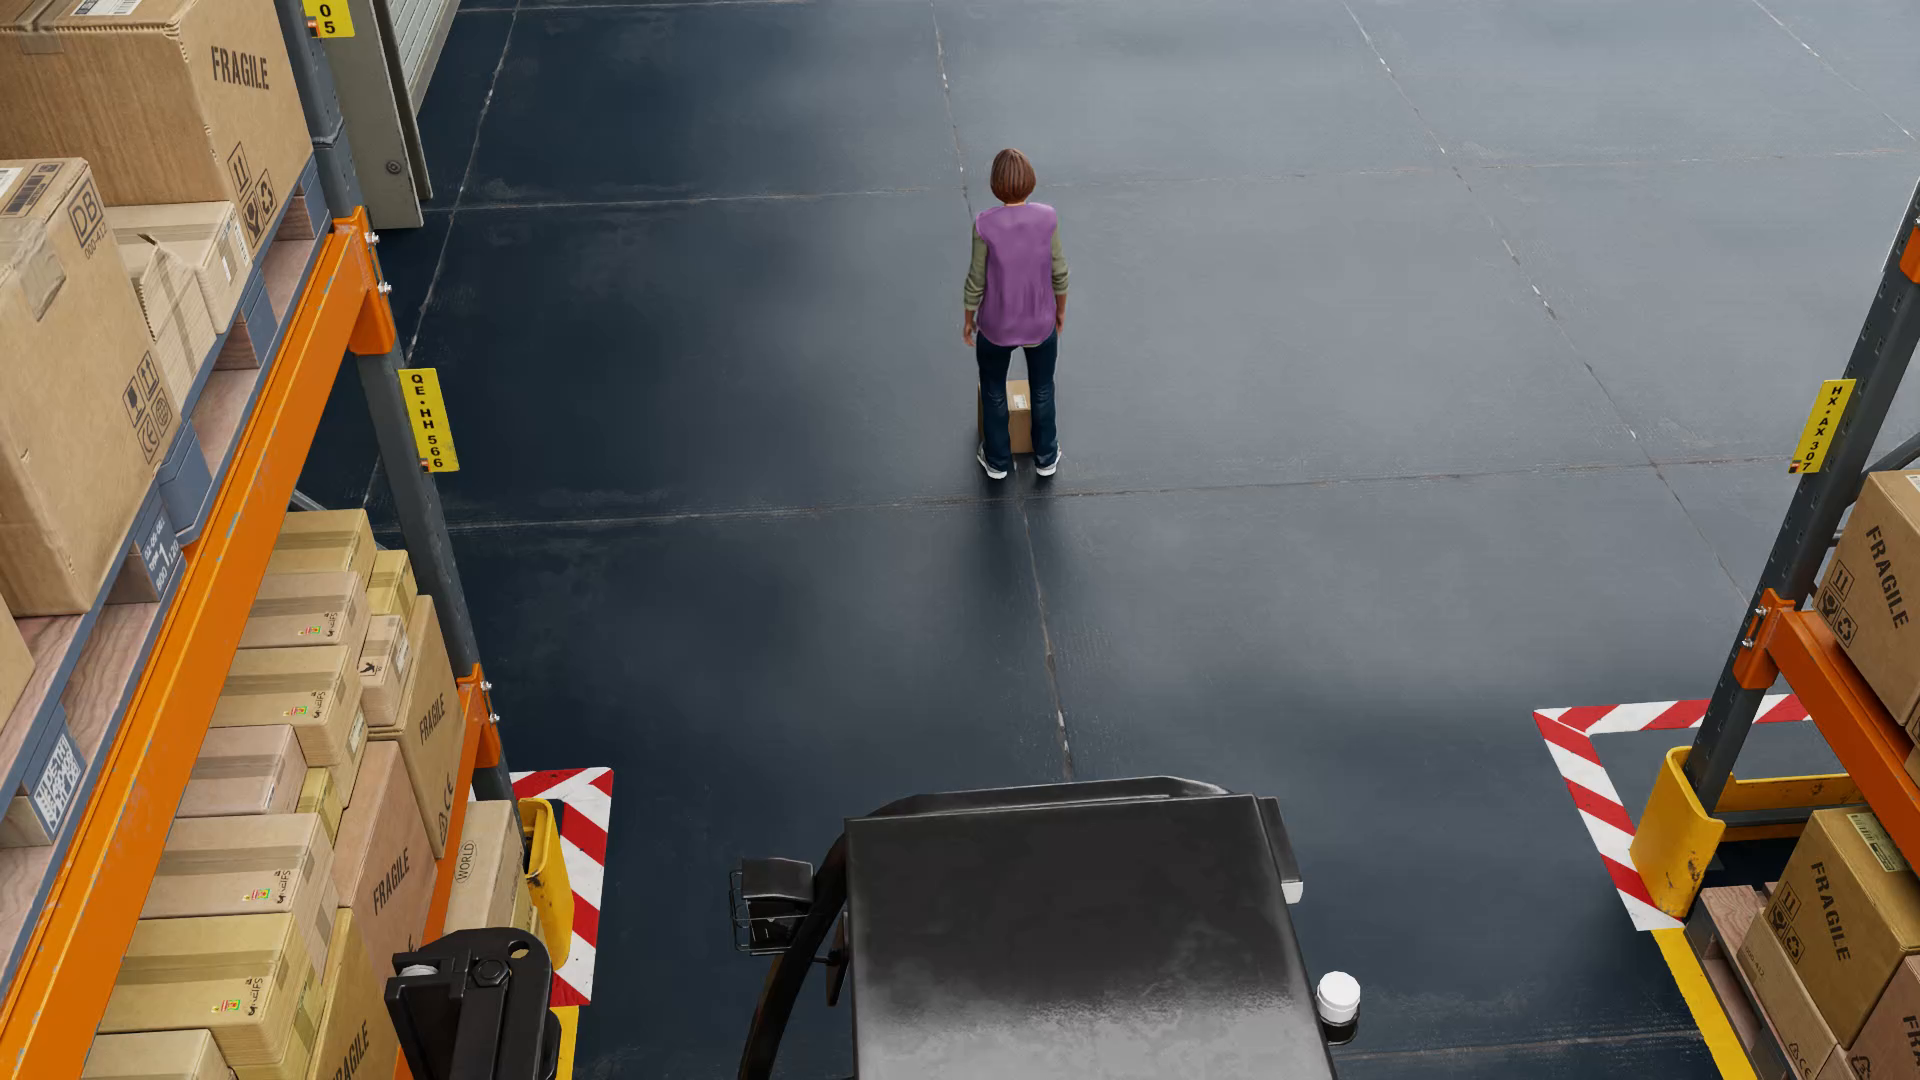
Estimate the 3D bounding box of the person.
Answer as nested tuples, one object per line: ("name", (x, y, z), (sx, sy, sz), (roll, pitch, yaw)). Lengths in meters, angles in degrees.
("person", (0.252, -0.952, 7.313), (0.478, 1.592, 0.348), (-5, 40, -6))
